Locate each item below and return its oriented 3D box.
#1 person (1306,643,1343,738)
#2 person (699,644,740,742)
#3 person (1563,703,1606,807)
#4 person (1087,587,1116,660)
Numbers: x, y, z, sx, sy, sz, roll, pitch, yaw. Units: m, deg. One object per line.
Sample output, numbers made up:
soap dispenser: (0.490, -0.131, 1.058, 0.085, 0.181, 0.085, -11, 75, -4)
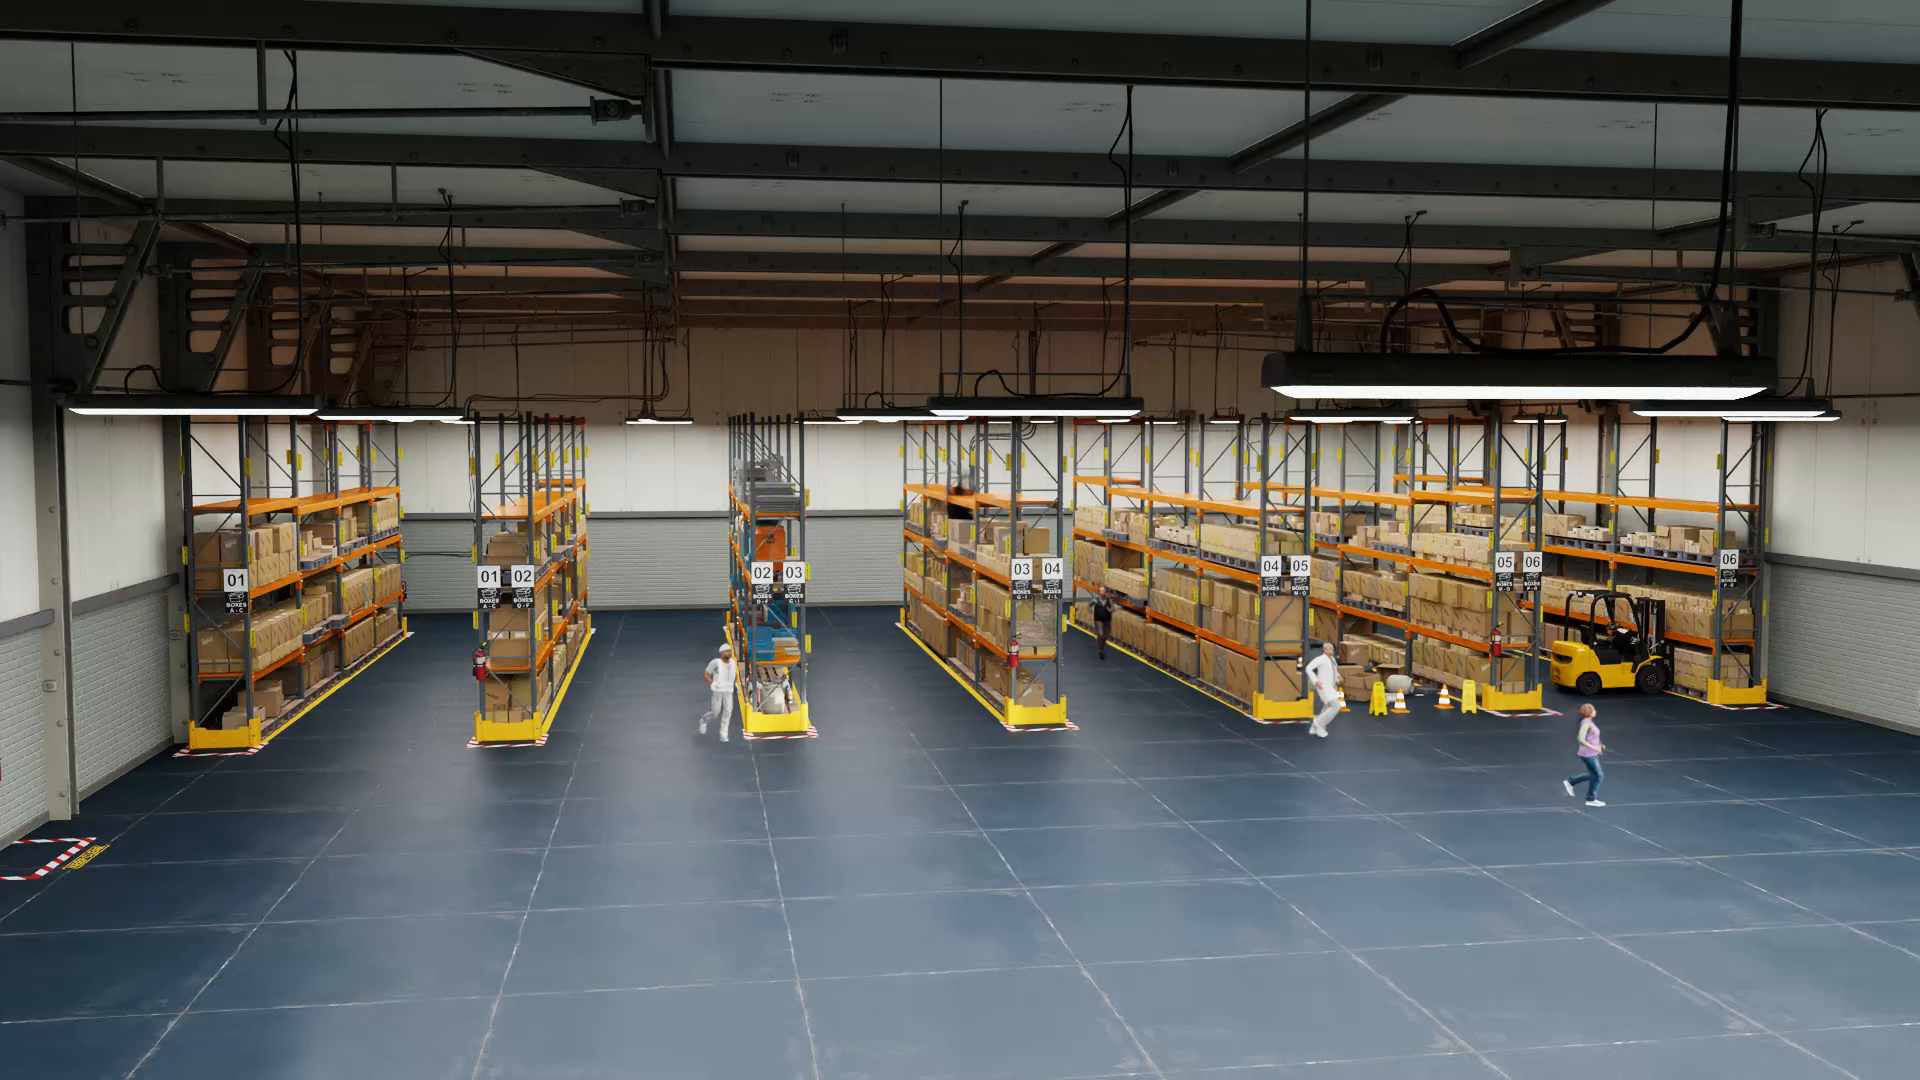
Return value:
person: (6.768, 2.767, 30.667, 0.643, 1.742, 0.693, 3, 5, 35)
person: (-4.328, 2.778, 30.477, 0.744, 1.737, 0.903, -3, 5, -39)
person: (9.439, 3.240, 25.116, 0.608, 1.543, 0.538, 2, 4, 23)
person: (3.524, 2.047, 41.188, 0.643, 1.749, 0.892, -1, 4, -13)
